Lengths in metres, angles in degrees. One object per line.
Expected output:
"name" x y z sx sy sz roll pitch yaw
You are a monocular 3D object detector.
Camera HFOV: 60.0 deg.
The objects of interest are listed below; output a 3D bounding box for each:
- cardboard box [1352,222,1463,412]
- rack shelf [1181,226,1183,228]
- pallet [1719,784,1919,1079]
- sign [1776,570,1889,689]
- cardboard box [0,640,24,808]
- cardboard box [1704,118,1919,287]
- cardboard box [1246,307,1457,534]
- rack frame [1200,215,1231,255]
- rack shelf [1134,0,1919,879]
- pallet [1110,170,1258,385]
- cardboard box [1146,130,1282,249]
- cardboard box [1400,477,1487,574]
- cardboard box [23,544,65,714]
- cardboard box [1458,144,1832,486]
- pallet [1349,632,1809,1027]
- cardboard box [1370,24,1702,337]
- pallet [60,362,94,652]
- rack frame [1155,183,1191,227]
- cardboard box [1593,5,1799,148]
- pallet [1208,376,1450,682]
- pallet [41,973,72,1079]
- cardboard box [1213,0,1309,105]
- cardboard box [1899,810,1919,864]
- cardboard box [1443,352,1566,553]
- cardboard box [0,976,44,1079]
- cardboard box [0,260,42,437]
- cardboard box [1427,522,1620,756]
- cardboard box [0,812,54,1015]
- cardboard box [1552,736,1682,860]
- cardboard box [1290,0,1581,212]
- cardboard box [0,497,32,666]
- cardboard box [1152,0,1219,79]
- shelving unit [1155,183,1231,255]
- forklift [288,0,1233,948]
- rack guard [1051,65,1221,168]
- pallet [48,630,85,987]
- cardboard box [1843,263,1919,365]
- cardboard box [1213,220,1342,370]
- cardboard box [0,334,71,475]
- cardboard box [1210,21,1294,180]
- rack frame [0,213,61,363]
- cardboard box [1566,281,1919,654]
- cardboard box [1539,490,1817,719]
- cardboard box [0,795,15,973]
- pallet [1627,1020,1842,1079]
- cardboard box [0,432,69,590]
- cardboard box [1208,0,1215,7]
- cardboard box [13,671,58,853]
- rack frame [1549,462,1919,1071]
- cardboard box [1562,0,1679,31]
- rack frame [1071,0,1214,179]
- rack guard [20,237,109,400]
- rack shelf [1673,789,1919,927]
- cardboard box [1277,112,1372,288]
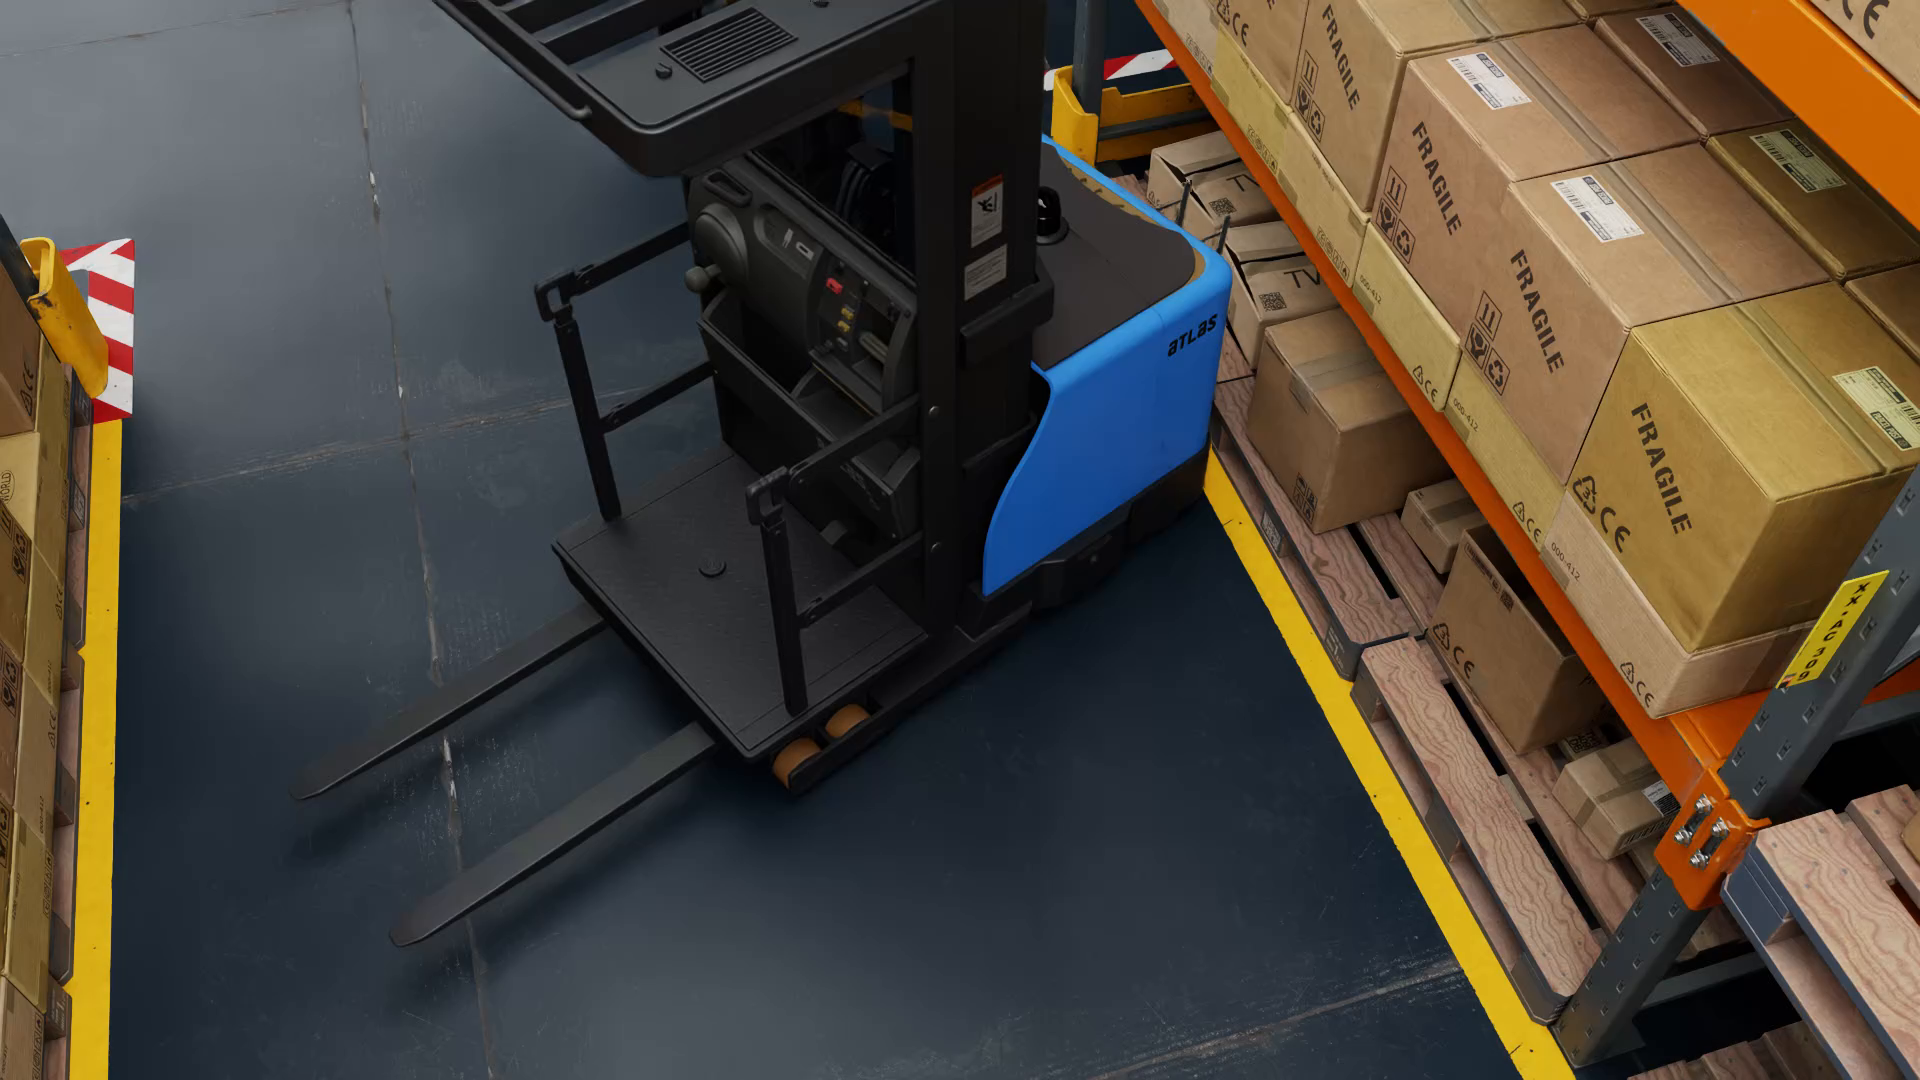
"cardboard box" 1.397 -0.645 4.417 0.500 0.250 0.500 -14 51 -11
"rack shelf" 0.718 -0.945 5.637 0.258 0.077 0.200 -25 55 -26
"pallet" 2.217 0.973 3.093 1.003 0.211 1.213 -13 51 -11
"sign" 1.614 0.170 3.079 0.100 0.325 0.005 -13 51 -11
"cardboard box" -2.885 0.448 4.444 0.500 0.500 0.500 -13 51 -11
"cardboard box" 2.041 -0.649 3.929 0.500 0.500 0.500 -14 51 -11
"cardboard box" 1.403 -0.448 5.513 0.700 0.500 0.500 -16 52 -13
"rack frame" 0.757 -0.721 5.758 0.240 0.900 0.006 -25 55 -26
"rack shelf" 1.539 -0.908 5.024 1.077 0.370 4.000 -13 51 -11
"pallet" 1.176 -1.045 6.493 1.003 0.211 1.213 -13 51 -11
"cardboard box" 1.066 -1.351 6.397 0.500 0.311 0.500 -19 52 -15
"cardboard box" 1.676 -0.075 5.428 0.380 0.149 0.250 -17 52 -14
"cardboard box" -3.034 0.325 5.038 0.500 0.250 0.500 -13 51 -11
"cardboard box" 1.542 -0.518 3.819 0.500 0.500 0.500 -14 51 -11
"pallet" 1.898 0.737 4.991 1.003 0.211 1.213 -13 51 -11
"cardboard box" 1.403 -0.888 4.131 0.500 0.500 0.500 -15 51 -12
"pallet" -3.518 -0.030 5.638 1.003 0.211 1.213 -13 51 -11
"rack frame" 0.640 -0.850 5.863 0.240 0.900 0.006 -25 55 -26
"cardboard box" 1.899 -1.014 4.237 0.500 0.500 0.500 -12 51 -10
"pallet" 1.533 -0.156 5.743 1.003 0.211 1.213 -13 51 -11
"pallet" -2.796 1.752 4.135 1.003 0.211 1.213 -13 51 -11
"cardboard box" 1.085 -1.642 4.767 0.500 0.500 0.500 -15 51 -12
"cardboard box" 2.248 0.526 2.992 0.700 0.500 0.500 -13 51 -11
"cardboard box" 1.561 -0.281 4.110 0.500 0.250 0.500 -13 51 -11
"cardboard box" -2.592 1.421 4.114 0.500 0.250 0.500 -13 51 -11
"cardboard box" -3.341 -0.645 5.365 0.500 0.500 0.500 -13 51 -11
"cardboard box" 1.785 0.235 4.937 0.500 0.500 0.500 -17 52 -14
"cardboard box" -2.734 1.054 4.423 0.500 0.250 0.500 -13 51 -11
"cardboard box" 1.943 0.708 4.757 0.380 0.166 0.250 -19 53 -16
"cardboard box" 1.249 -1.268 4.451 0.500 0.500 0.500 -12 51 -10
"cardboard box" -3.031 0.082 4.752 0.500 0.500 0.500 -13 51 -11
"cardboard box" 0.955 -1.755 5.353 0.500 0.250 0.500 -15 51 -12
"shelving unit" 0.699 -0.785 5.810 0.258 0.900 0.210 -25 55 -26
"forklift" -0.597 -0.637 4.370 3.031 2.935 1.130 -33 57 -25
"rack guard" 0.970 -1.740 6.890 1.175 0.500 0.348 -13 51 -11
"pallet" -3.161 0.859 4.888 1.003 0.211 1.213 -13 51 -11
"cardboard box" 2.191 -0.270 3.610 0.500 0.500 0.500 -14 51 -12
"cardboard box" 1.234 -0.934 6.046 0.500 0.311 0.500 -10 51 -8
"cardboard box" -3.343 -0.402 5.651 0.500 0.250 0.500 -13 51 -11
"cardboard box" 1.100 -1.381 5.038 0.500 0.250 0.500 -14 51 -12
"rack frame" -3.784 -1.478 5.034 1.000 3.000 0.127 -13 51 -11
"cardboard box" 1.695 -0.155 3.513 0.500 0.500 0.500 -13 51 -11
"cardboard box" 1.700 0.085 3.802 0.500 0.250 0.500 -13 51 -11
"cardboard box" -2.735 0.813 4.136 0.500 0.500 0.500 -13 51 -11
"pallet" 2.362 1.788 4.105 1.003 0.211 1.213 -13 51 -11
"cardboard box" -3.184 -0.040 5.346 0.500 0.250 0.500 -13 51 -11
"cardboard box" 0.938 -2.021 5.086 0.500 0.500 0.500 -13 51 -11
"cardboard box" -2.888 0.690 4.730 0.500 0.250 0.500 -13 51 -11
"rack frame" 2.130 0.320 3.518 1.000 3.000 0.127 -13 51 -11
"cardboard box" 1.735 -1.390 4.555 0.500 0.500 0.500 -13 51 -10
"rack frame" 0.947 -2.601 5.981 1.000 3.000 0.127 -13 51 -11
"rack guard" -3.791 -0.690 6.005 1.175 0.500 0.348 -13 51 -11
"rack shelf" 2.721 2.013 2.562 1.077 0.370 4.000 -13 51 -11
"cardboard box" 1.248 -1.012 4.726 0.500 0.250 0.500 -13 51 -11
